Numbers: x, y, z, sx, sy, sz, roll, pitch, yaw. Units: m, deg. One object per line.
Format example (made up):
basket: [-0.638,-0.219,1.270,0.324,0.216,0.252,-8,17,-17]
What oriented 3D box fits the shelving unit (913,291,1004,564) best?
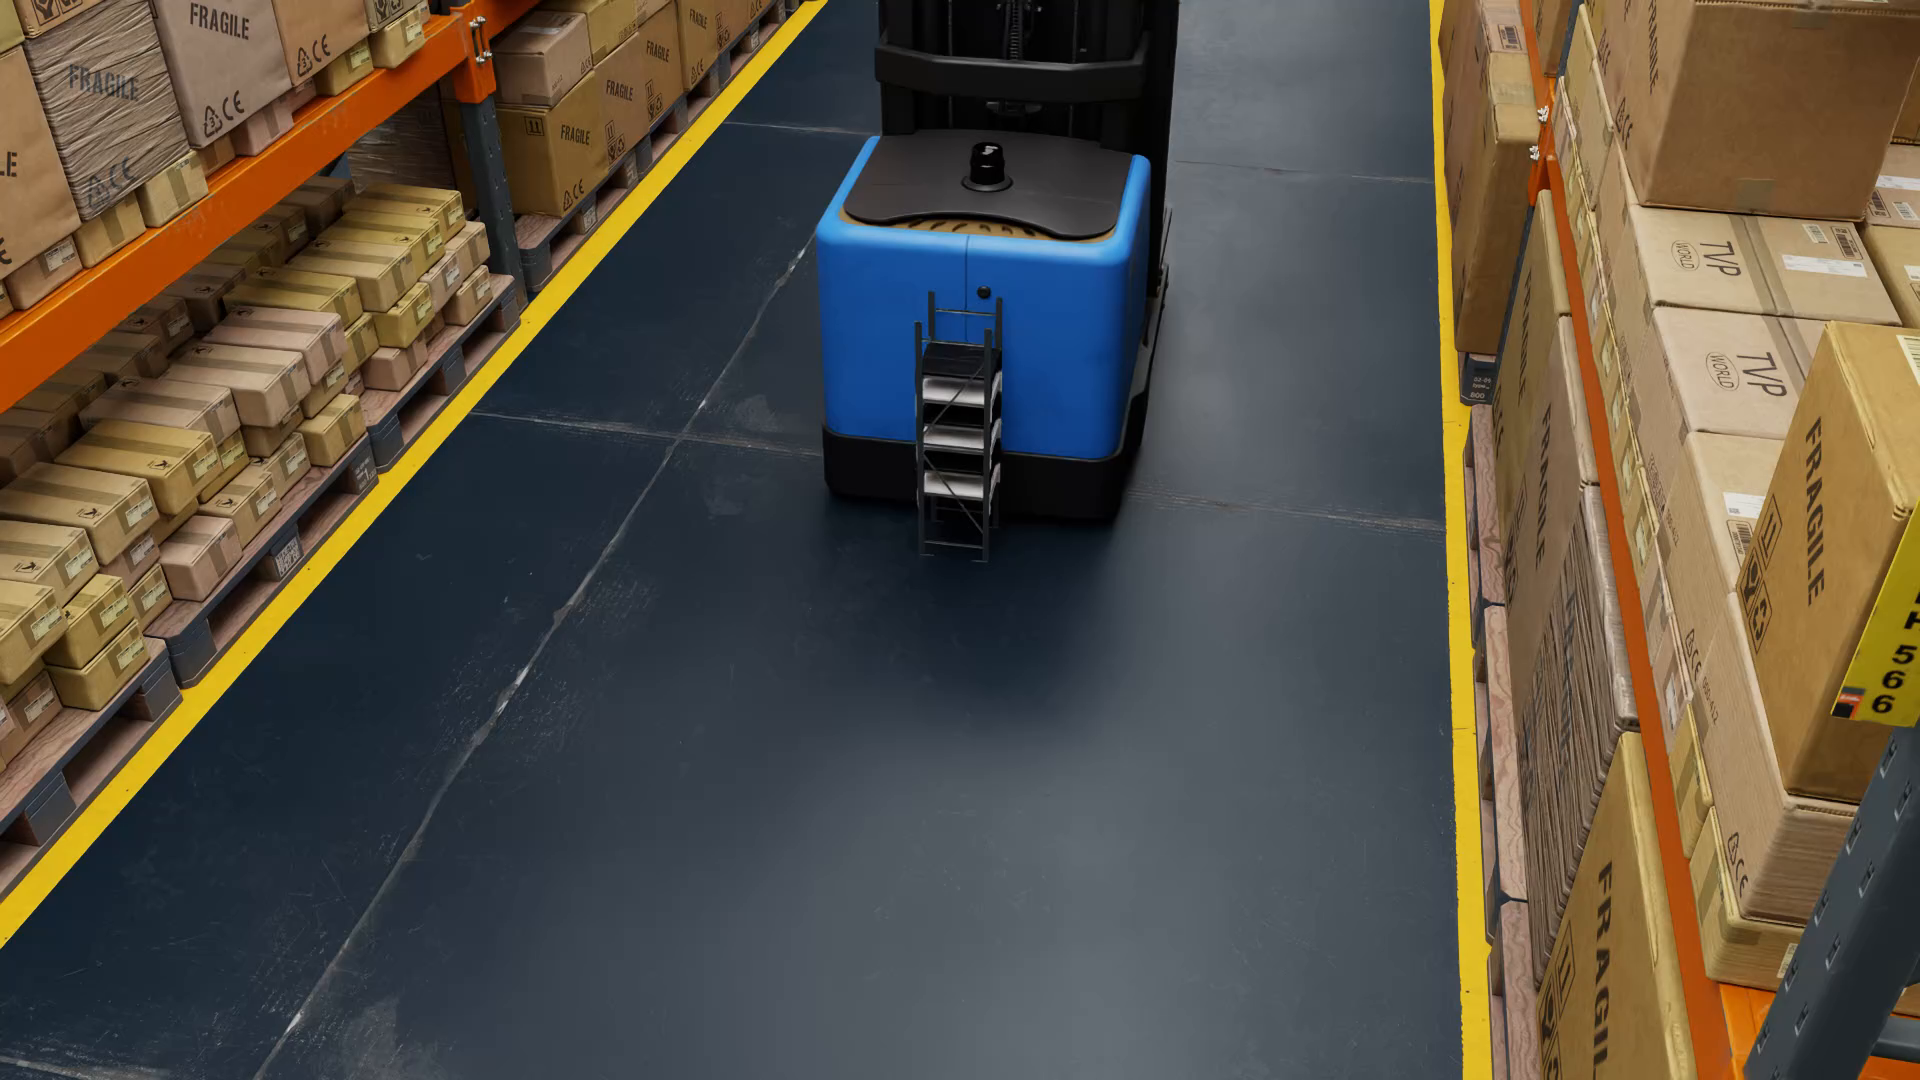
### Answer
shelving unit: [-0.003,-0.358,5.477,0.258,0.900,0.210,6,36,9]

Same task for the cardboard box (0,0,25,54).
cardboard box: [-2.616,-1.329,3.837,0.500,0.500,0.500,7,36,9]

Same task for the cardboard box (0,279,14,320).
cardboard box: [-2.689,-0.614,4.255,0.380,0.149,0.250,7,37,10]

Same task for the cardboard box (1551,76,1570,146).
cardboard box: [2.085,-1.338,5.254,0.380,0.149,0.250,7,37,10]

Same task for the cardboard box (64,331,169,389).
cardboard box: [-2.895,-0.576,5.553,0.380,0.149,0.250,6,36,8]

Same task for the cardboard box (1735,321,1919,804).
cardboard box: [1.466,0.050,2.360,0.500,0.500,0.500,8,37,11]

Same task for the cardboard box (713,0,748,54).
cardboard box: [-1.496,-2.991,9.093,0.500,0.500,0.500,9,37,12]

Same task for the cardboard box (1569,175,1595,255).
cardboard box: [1.919,-0.885,4.629,0.380,0.149,0.250,6,36,9]

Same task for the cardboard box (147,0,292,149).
cardboard box: [-2.398,-1.513,4.943,0.500,0.500,0.500,7,37,10]

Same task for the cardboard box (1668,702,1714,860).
cardboard box: [1.427,0.433,2.811,0.380,0.149,0.250,8,37,10]

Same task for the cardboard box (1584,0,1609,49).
cardboard box: [2.121,-1.688,4.759,0.500,0.500,0.500,7,37,10]

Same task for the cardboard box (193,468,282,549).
cardboard box: [-2.463,-0.118,5.429,0.380,0.149,0.250,7,37,10]

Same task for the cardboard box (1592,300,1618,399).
cardboard box: [1.753,-0.444,4.021,0.380,0.149,0.250,6,36,9]

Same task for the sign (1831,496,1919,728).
sign: [1.091,0.085,1.888,0.100,0.325,0.005,7,37,10]

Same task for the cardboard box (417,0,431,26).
cardboard box: [-2.183,-1.952,6.102,0.380,0.149,0.250,7,37,9]

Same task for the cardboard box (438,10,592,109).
cardboard box: [-1.935,-2.099,7.223,0.500,0.250,0.500,6,36,8]

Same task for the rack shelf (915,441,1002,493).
rack shelf: [-0.003,-0.258,5.549,0.258,0.077,0.200,6,36,9]

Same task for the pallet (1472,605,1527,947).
pallet: [1.976,0.689,4.619,1.003,0.211,1.213,7,37,10]

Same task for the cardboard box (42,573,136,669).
cardboard box: [-2.602,0.207,4.726,0.380,0.149,0.250,8,37,11]

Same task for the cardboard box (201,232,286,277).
cardboard box: [-2.750,-1.031,6.180,0.380,0.149,0.250,7,36,9]

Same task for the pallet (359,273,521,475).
pallet: [-2.460,-0.729,6.575,1.003,0.211,1.213,7,37,10]

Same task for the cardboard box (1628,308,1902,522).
cardboard box: [1.680,-0.228,3.382,0.500,0.250,0.500,6,36,8]

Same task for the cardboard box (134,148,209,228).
cardboard box: [-2.447,-1.047,4.853,0.380,0.149,0.250,8,37,11]

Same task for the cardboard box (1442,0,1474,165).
cardboard box: [2.962,-2.267,7.775,1.225,0.875,0.875,7,37,10]

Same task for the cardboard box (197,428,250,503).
cardboard box: [-2.554,-0.271,5.386,0.380,0.149,0.250,9,37,12]

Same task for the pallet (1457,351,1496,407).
pallet: [2.564,-0.890,6.798,1.003,0.211,1.213,7,37,10]

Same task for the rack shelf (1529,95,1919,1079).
rack shelf: [2.046,-0.130,3.986,1.077,0.370,4.000,7,37,10]

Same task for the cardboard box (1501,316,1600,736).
cardboard box: [2.062,0.007,4.637,0.875,0.875,0.875,7,37,10]

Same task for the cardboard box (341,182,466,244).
cardboard box: [-2.173,-1.267,6.507,0.380,0.149,0.250,8,37,11]

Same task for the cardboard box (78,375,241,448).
cardboard box: [-2.540,-0.381,5.285,0.380,0.149,0.250,7,37,10]

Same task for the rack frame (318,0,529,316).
rack frame: [-2.351,-2.247,6.294,1.000,3.000,0.127,7,37,10]

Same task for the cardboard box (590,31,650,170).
cardboard box: [-1.823,-2.099,7.862,0.500,0.500,0.500,9,37,12]

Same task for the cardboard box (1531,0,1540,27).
cardboard box: [2.418,-2.193,6.135,0.500,0.500,0.500,8,37,11]

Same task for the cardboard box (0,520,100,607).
cardboard box: [-2.669,0.078,4.651,0.380,0.149,0.250,6,36,8]

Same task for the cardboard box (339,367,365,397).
cardboard box: [-2.407,-0.561,6.040,0.380,0.149,0.250,6,36,9]

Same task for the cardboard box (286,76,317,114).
cardboard box: [-2.369,-1.506,5.486,0.380,0.149,0.250,6,36,9]

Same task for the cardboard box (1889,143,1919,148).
cardboard box: [2.527,-1.044,4.509,0.500,0.250,0.500,8,37,11]

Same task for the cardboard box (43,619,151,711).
cardboard box: [-2.597,0.334,4.805,0.380,0.149,0.250,8,37,11]

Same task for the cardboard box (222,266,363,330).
cardboard box: [-2.366,-0.833,5.908,0.380,0.149,0.250,8,37,11]

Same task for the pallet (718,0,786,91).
pallet: [-1.665,-2.963,9.659,1.003,0.211,1.213,7,37,10]

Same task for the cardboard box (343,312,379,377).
cardboard box: [-2.343,-0.719,6.004,0.380,0.149,0.250,8,37,10]

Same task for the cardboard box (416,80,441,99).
cardboard box: [-2.439,-2.167,7.318,0.500,0.250,0.500,6,36,9]

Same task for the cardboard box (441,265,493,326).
cardboard box: [-2.102,-0.995,6.639,0.380,0.149,0.250,8,37,11]

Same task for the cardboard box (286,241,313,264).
cardboard box: [-2.707,-1.059,6.473,0.380,0.149,0.250,8,37,10]

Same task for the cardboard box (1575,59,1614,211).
cardboard box: [2.006,-1.106,4.595,0.500,0.250,0.500,7,37,10]

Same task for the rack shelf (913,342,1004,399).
rack shelf: [-0.003,-0.549,5.338,0.258,0.077,0.200,6,36,9]

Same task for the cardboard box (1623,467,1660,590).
cardboard box: [1.590,-0.004,3.413,0.380,0.149,0.250,7,36,9]

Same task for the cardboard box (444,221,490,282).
cardboard box: [-2.108,-1.163,6.616,0.380,0.149,0.250,8,37,11]

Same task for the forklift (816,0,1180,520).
forklift: [0.290,-2.117,6.174,1.130,2.935,3.031,6,36,8]
